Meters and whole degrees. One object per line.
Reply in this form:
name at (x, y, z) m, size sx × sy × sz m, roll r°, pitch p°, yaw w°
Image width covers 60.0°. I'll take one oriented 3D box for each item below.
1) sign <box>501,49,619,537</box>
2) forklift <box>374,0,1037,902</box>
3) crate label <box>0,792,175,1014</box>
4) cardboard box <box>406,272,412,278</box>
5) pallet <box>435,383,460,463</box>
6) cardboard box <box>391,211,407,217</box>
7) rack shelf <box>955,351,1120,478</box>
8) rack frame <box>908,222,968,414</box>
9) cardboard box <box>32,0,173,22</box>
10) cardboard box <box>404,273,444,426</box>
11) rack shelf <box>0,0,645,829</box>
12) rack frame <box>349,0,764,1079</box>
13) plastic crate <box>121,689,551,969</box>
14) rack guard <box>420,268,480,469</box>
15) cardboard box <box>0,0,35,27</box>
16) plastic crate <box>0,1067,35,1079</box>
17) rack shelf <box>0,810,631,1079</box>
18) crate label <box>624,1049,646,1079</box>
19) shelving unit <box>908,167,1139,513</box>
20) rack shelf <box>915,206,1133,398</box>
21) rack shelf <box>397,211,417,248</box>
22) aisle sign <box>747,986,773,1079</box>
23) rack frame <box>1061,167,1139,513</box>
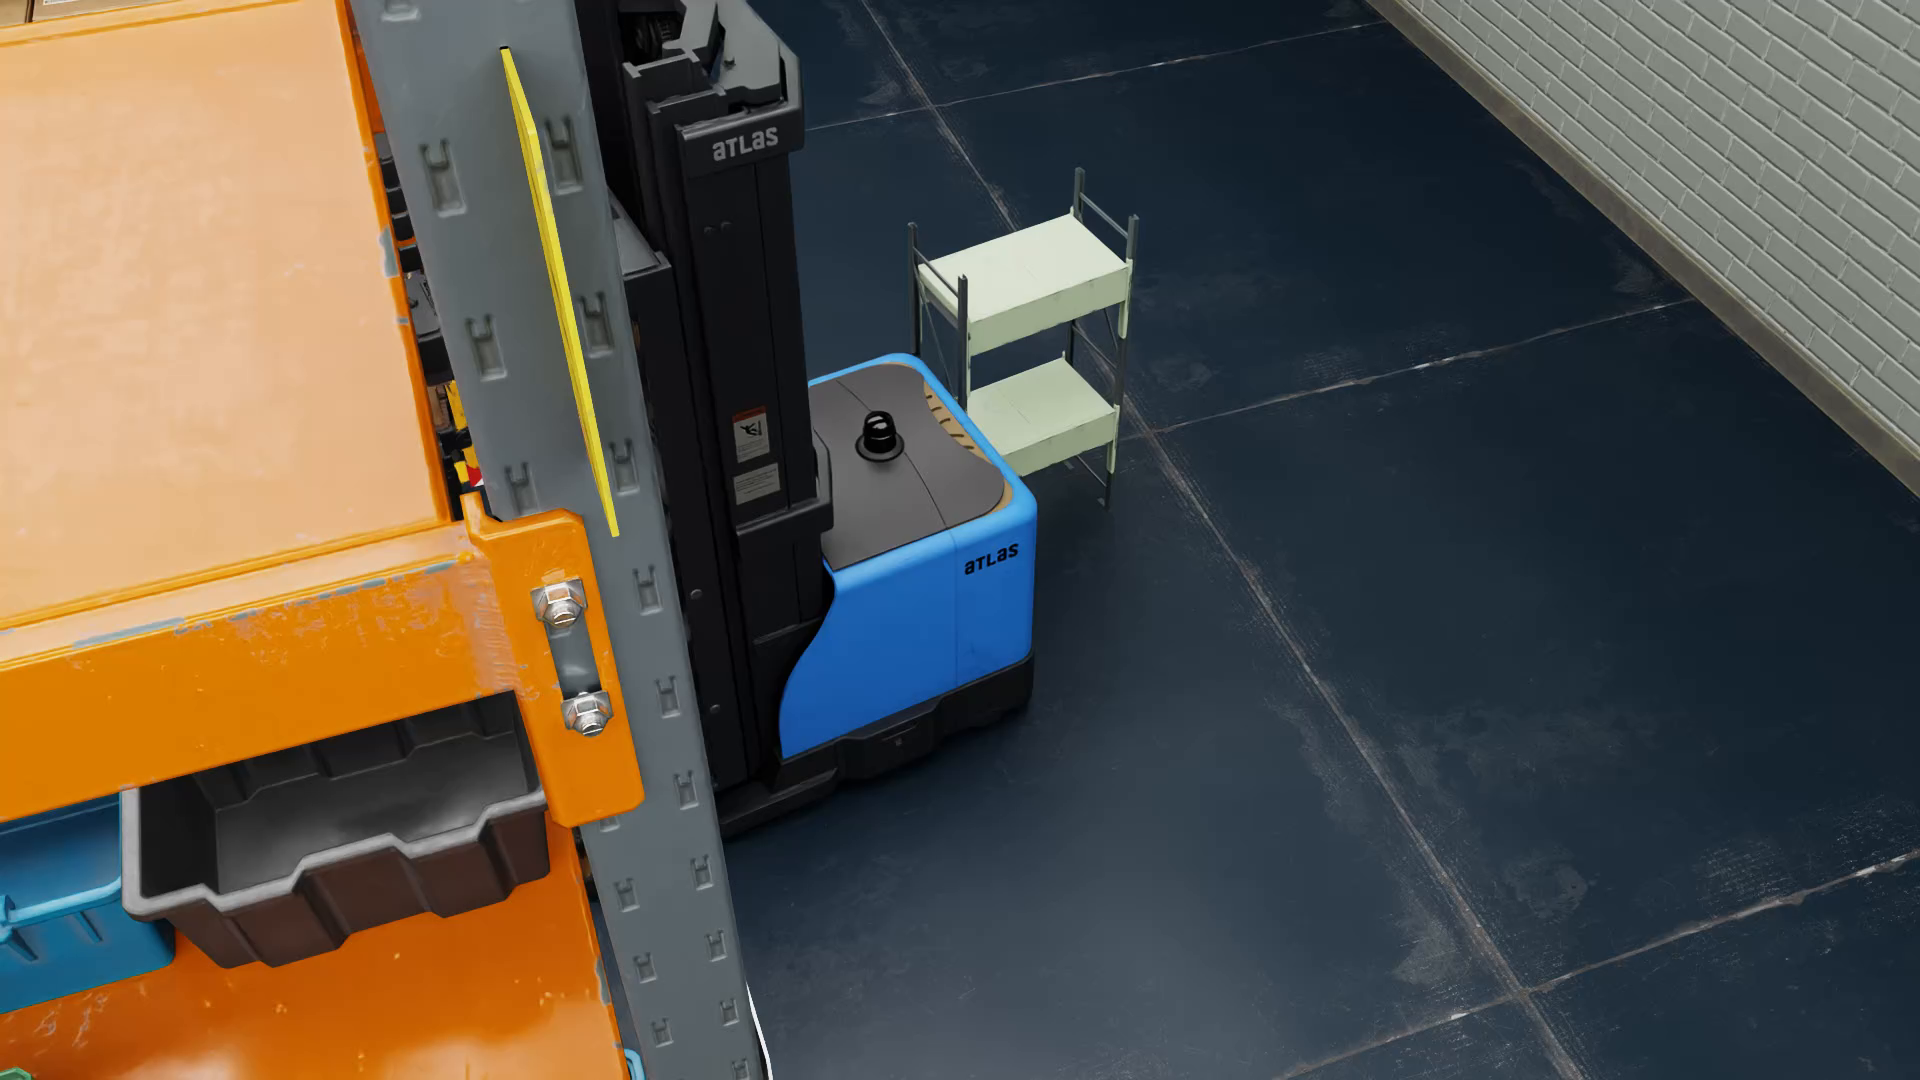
sign at (-0.257, -0.148, 1.082) m, size 0.005 × 0.325 × 0.100 m, roll -14°, pitch 47°, yaw -14°
forklift at (-1.263, -0.209, 5.199) m, size 3.031 × 2.935 × 1.130 m, roll -21°, pitch 49°, yaw -20°
crate label at (-1.437, 0.493, 2.437) m, size 0.502 × 0.251 × 0.408 m, roll -14°, pitch 47°, yaw -14°
cardboard box at (-2.648, -1.085, 7.725) m, size 0.250 × 0.149 × 0.380 m, roll -14°, pitch 47°, yaw -14°
pallet at (-2.959, -0.613, 7.521) m, size 1.213 × 0.211 × 1.003 m, roll -14°, pitch 47°, yaw -14°
cardboard box at (-2.466, -1.554, 6.420) m, size 0.500 × 0.500 × 0.500 m, roll -13°, pitch 47°, yaw -13°
rack shelf at (0.234, -0.412, 6.871) m, size 0.720 × 0.370 × 0.431 m, roll -22°, pitch 49°, yaw -21°
rack frame at (-0.082, -0.512, 6.510) m, size 0.023 × 1.500 × 0.400 m, roll -22°, pitch 49°, yaw -21°
cardboard box at (-2.938, -1.784, 5.943) m, size 0.500 × 0.500 × 0.500 m, roll -13°, pitch 47°, yaw -13°
cardboard box at (-2.565, -0.786, 7.179) m, size 0.500 × 0.500 × 0.500 m, roll -14°, pitch 47°, yaw -14°
rack shelf at (-2.340, 0.251, 1.246) m, size 4.000 × 0.370 × 1.077 m, roll -14°, pitch 47°, yaw -14°
rack frame at (-0.459, -0.625, 1.329) m, size 0.127 × 3.000 × 1.000 m, roll -14°, pitch 47°, yaw -14°
plastic crate at (-0.916, 0.387, 2.530) m, size 0.590 × 0.269 × 0.497 m, roll -14°, pitch 47°, yaw -14°
rack guard at (-2.209, -0.907, 7.611) m, size 0.348 × 0.500 × 1.175 m, roll -14°, pitch 47°, yaw -14°
cardboard box at (-3.424, -1.656, 5.816) m, size 0.500 × 0.500 × 0.500 m, roll -13°, pitch 47°, yaw -13°
plastic crate at (-1.290, 0.936, 2.040) m, size 0.336 × 0.188 × 0.450 m, roll -14°, pitch 47°, yaw -14°
rack shelf at (-2.340, 1.169, 2.167) m, size 4.000 × 0.370 × 1.077 m, roll -14°, pitch 47°, yaw -14°
crate label at (-0.803, 1.371, 3.651) m, size 0.303 × 0.233 × 0.416 m, roll -14°, pitch 47°, yaw -14°
shelving unit at (0.234, -0.642, 6.640) m, size 0.755 × 1.500 × 0.431 m, roll -22°, pitch 49°, yaw -21°
rack shelf at (0.234, -0.918, 6.364) m, size 0.720 × 0.370 × 0.431 m, roll -22°, pitch 49°, yaw -21°
rack shelf at (-4.019, -1.073, 6.519) m, size 4.000 × 0.370 × 1.077 m, roll -14°, pitch 47°, yaw -14°
aisle sign at (-0.292, 0.753, 2.356) m, size 0.004 × 0.787 × 0.394 m, roll -14°, pitch 47°, yaw -14°
rack frame at (0.551, -0.772, 6.770) m, size 0.023 × 1.500 × 0.400 m, roll -22°, pitch 49°, yaw -21°
